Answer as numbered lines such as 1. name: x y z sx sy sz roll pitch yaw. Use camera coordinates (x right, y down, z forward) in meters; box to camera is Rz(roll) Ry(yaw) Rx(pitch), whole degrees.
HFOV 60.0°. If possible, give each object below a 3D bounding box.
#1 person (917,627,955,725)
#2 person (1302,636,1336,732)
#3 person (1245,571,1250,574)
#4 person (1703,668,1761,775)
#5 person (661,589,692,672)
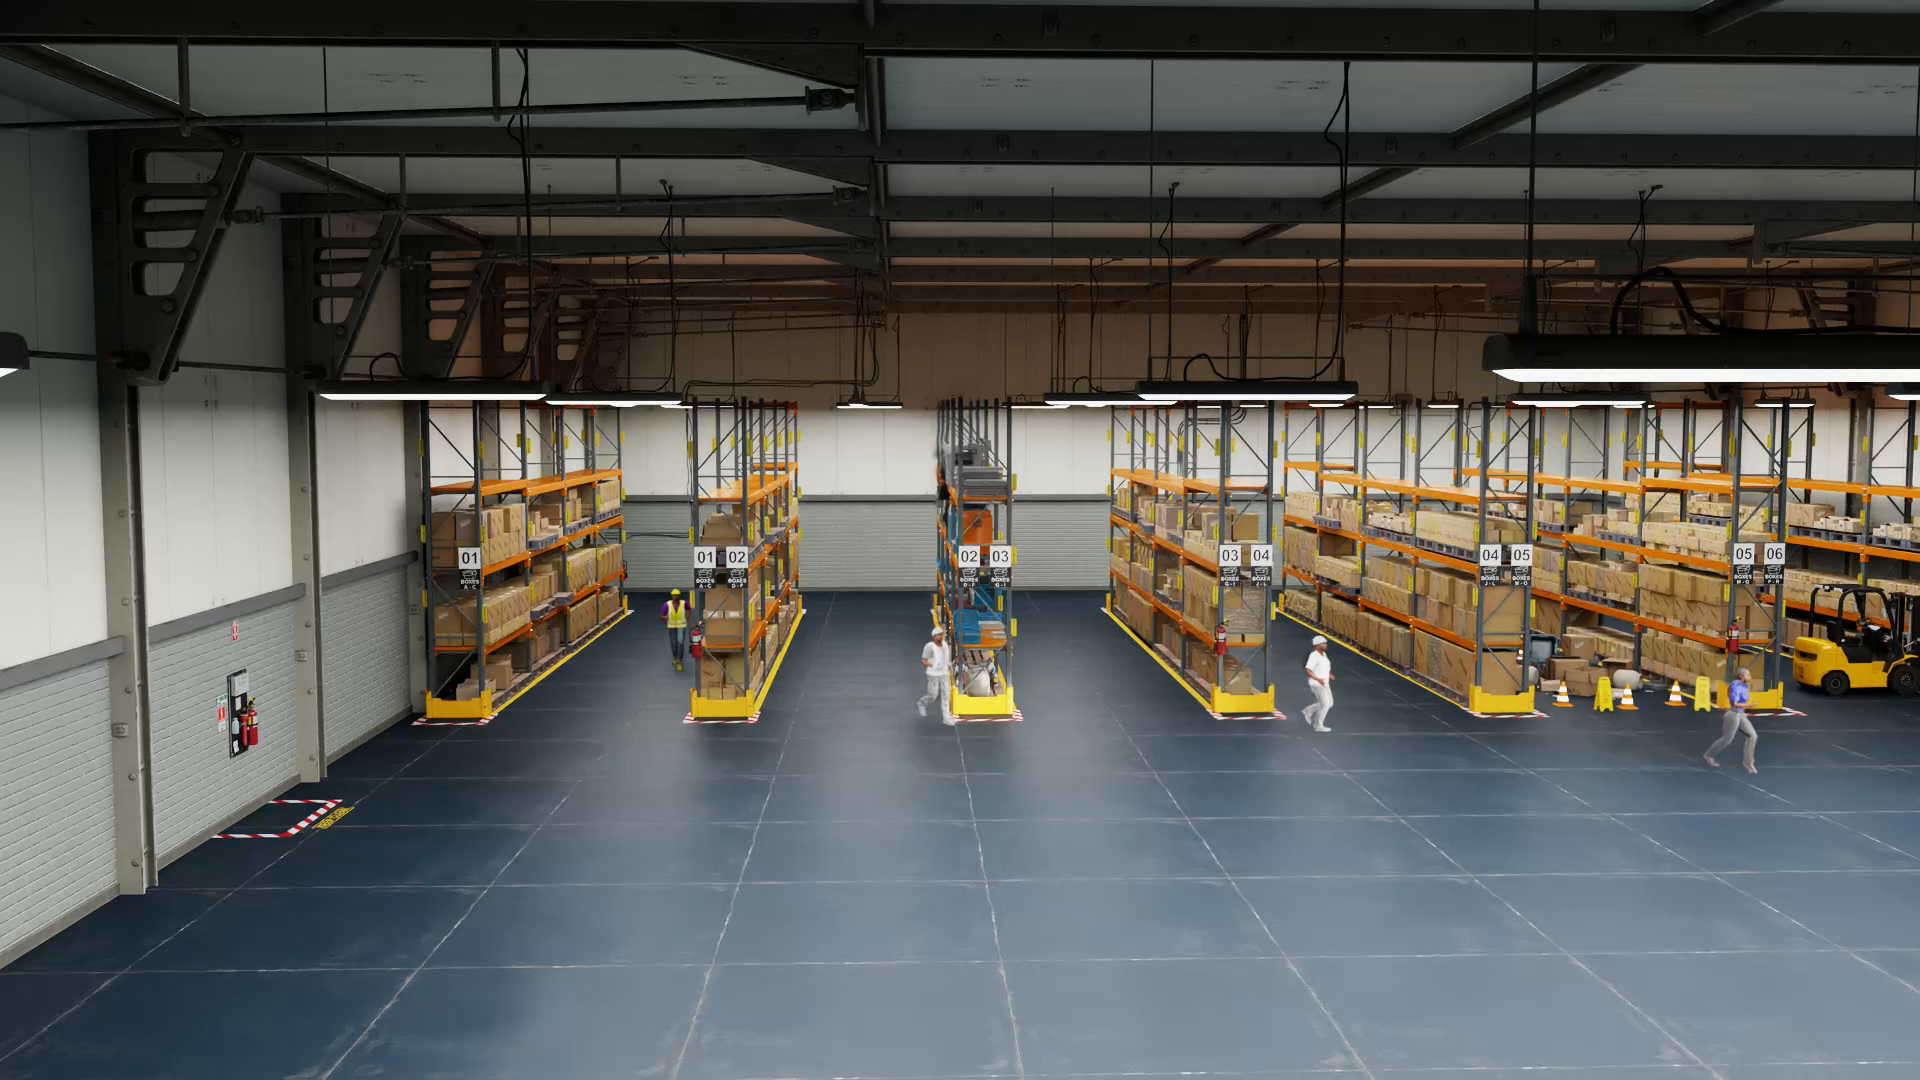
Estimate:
1. person: -0.417 2.473 30.451 0.692 1.771 0.974 -4 6 -40
2. person: 6.393 2.565 29.728 0.560 1.723 0.686 3 5 30
3. person: 8.190 1.188 48.507 0.704 1.618 0.702 -2 5 -29
4. person: 12.297 2.872 26.486 0.848 1.685 0.600 4 6 41
5. person: -6.328 1.972 37.031 0.632 1.796 0.890 0 4 -2
